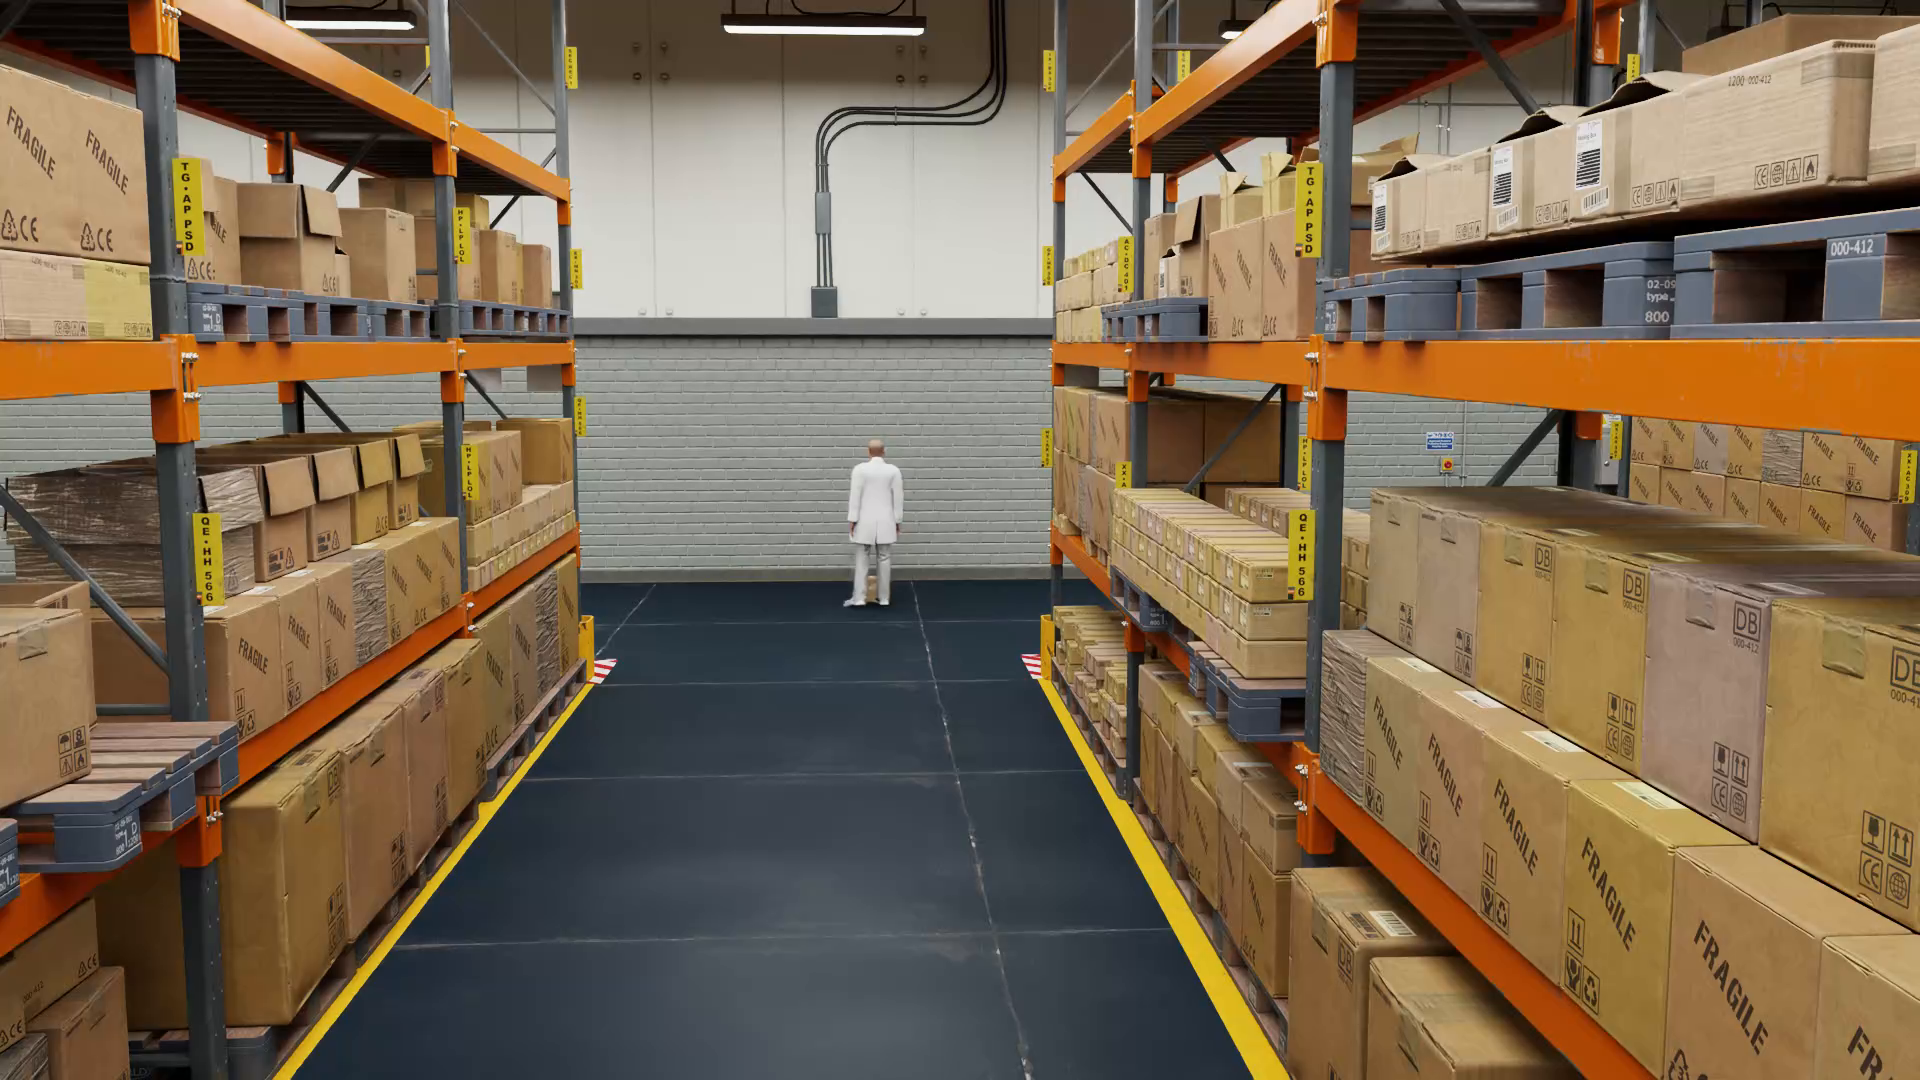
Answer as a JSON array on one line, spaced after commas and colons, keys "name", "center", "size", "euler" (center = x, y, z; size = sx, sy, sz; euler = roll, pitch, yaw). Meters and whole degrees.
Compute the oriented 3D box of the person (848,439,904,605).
[{"name": "person", "center": [-0.910, -0.190, 17.739], "size": [0.595, 1.779, 0.465], "euler": [-1, 7, -9]}]
